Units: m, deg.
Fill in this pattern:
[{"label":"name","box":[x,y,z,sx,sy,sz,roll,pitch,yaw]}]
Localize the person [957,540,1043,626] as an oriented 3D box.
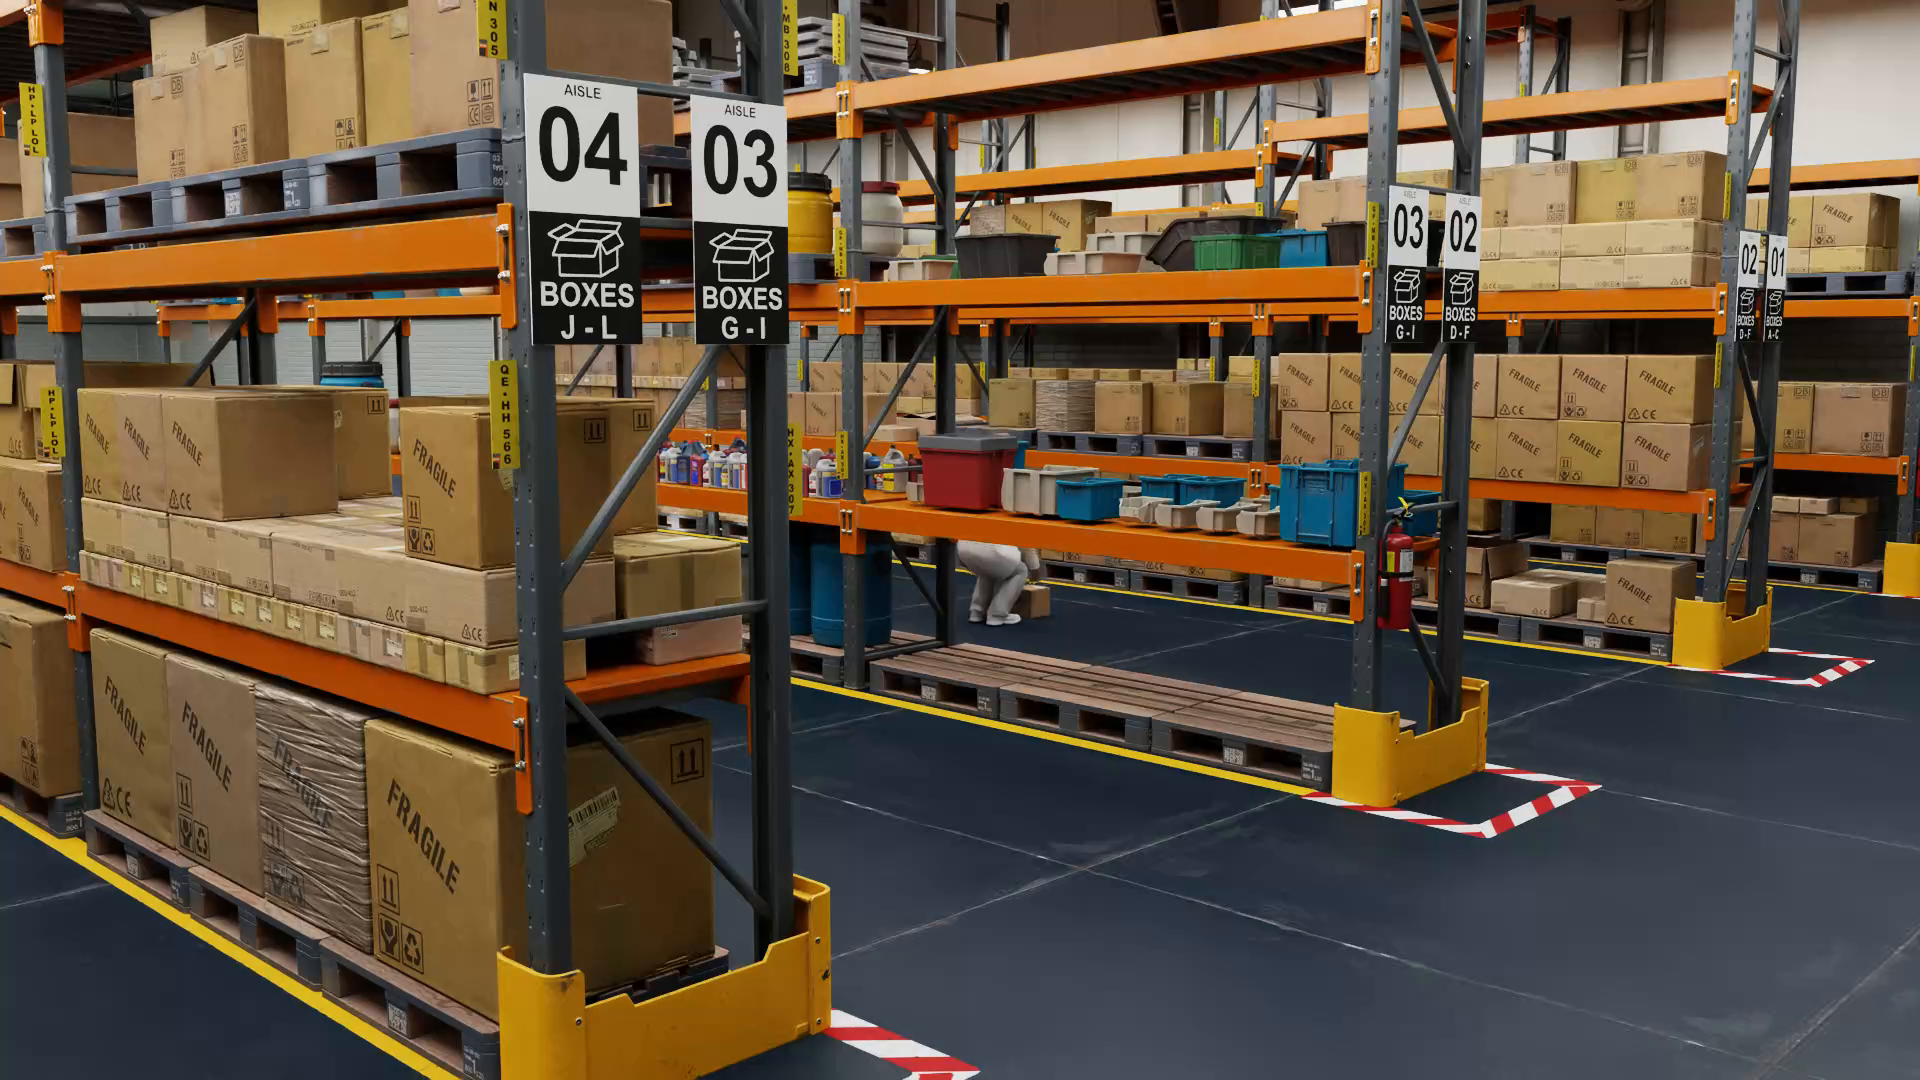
[{"label":"person","box":[0.299,0.096,14.331,0.630,1.226,0.803,7,9,43]}]
